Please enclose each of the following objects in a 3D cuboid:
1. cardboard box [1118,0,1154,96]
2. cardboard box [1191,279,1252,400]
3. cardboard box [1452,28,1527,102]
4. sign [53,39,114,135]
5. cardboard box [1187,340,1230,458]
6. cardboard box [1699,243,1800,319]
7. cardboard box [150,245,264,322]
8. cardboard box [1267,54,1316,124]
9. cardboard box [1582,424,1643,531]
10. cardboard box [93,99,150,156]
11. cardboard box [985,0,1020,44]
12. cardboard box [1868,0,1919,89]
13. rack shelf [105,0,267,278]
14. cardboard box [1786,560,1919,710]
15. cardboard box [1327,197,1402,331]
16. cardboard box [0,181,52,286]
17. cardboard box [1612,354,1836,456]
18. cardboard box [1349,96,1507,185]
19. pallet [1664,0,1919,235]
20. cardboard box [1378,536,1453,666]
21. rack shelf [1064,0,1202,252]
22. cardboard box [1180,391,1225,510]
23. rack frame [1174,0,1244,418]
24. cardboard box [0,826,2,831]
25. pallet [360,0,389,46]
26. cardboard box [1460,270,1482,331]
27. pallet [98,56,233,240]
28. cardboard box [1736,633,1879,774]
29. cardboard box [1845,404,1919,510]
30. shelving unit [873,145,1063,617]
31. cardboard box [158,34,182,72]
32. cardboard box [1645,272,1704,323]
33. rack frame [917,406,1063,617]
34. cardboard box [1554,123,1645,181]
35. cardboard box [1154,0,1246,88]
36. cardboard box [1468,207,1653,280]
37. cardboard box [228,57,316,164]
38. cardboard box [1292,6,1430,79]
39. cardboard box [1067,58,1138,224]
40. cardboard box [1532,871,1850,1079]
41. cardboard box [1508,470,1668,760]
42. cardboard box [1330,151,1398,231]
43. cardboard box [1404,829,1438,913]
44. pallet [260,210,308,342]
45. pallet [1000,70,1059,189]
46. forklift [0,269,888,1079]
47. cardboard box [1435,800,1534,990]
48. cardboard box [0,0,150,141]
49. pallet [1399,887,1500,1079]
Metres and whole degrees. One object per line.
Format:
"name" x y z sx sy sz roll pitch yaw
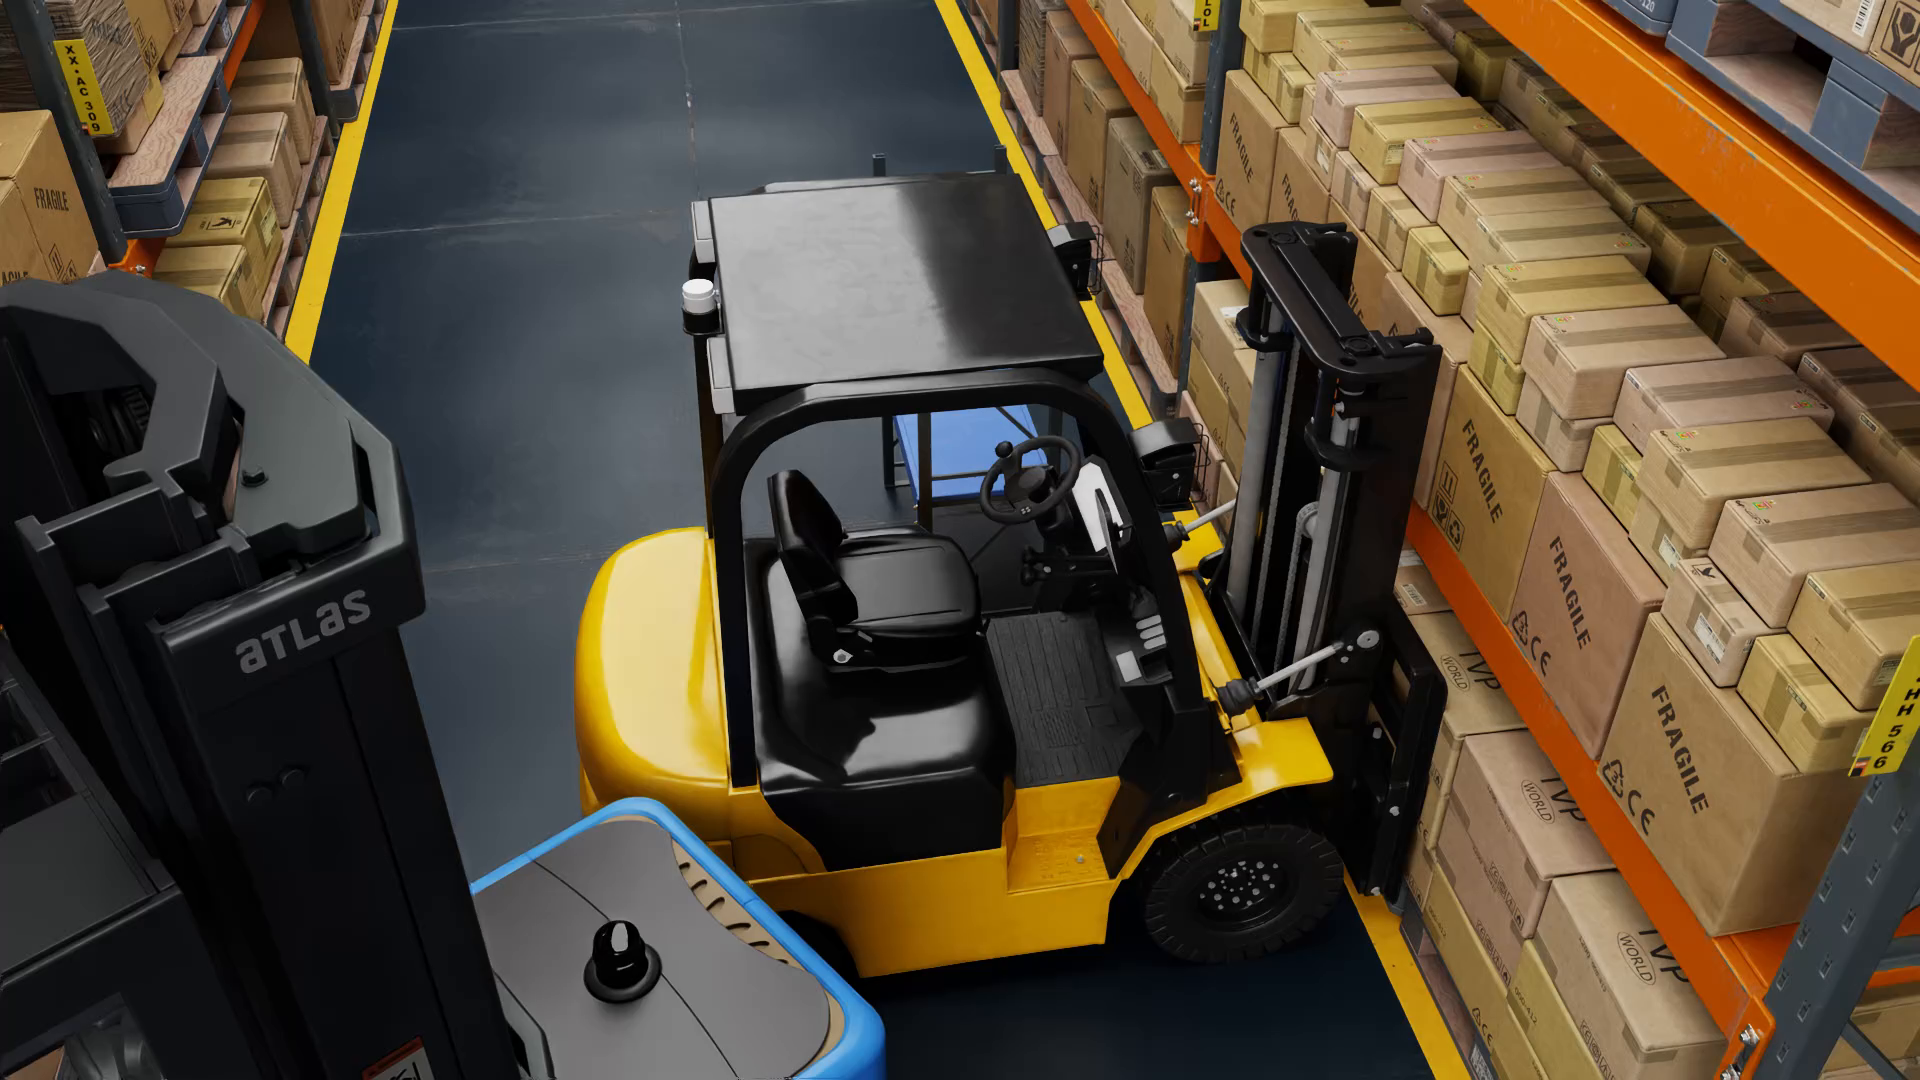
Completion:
"cardboard box" 0.994 -2.155 7.202 0.500 0.250 0.500 -6 38 -8
"cardboard box" 1.210 -0.784 6.398 0.500 0.250 0.500 -7 38 -9
"cardboard box" 1.850 -1.574 5.478 0.380 0.149 0.250 -7 38 -8
"sign" -2.919 -1.504 5.535 0.100 0.325 0.005 -6 38 -8
"cardboard box" 1.215 -0.587 6.553 0.500 0.250 0.500 -6 38 -8
"cardboard box" 2.165 -0.655 4.295 0.380 0.149 0.250 -7 38 -9
"cardboard box" -3.676 -0.978 7.363 0.950 0.372 0.625 -4 38 -5
"cardboard box" 1.278 -1.554 5.695 0.380 0.149 0.250 -5 38 -7
"cardboard box" 1.707 -0.160 3.900 0.380 0.149 0.250 -6 38 -8
"cardboard box" -3.238 -1.534 6.142 0.380 0.149 0.250 -6 38 -7
"cardboard box" 0.447 -3.462 10.457 0.500 0.500 0.500 -5 38 -7
"cardboard box" 1.818 -0.890 2.500 0.500 0.500 0.500 -5 38 -6
"rack shelf" -3.803 -2.023 7.496 1.077 0.370 4.000 -6 38 -8
"cardboard box" 1.865 0.174 3.229 0.380 0.149 0.250 -6 38 -8
"cardboard box" 1.452 -0.760 5.202 0.500 0.500 0.500 -7 38 -8
"cardboard box" -3.033 -0.704 4.888 0.500 0.500 0.500 -5 38 -6
"cardboard box" 1.748 -0.285 3.820 0.380 0.149 0.250 -6 38 -8
"cardboard box" 1.402 -1.202 5.000 0.380 0.149 0.250 -7 38 -9
"pallet" 2.037 -0.799 2.960 1.003 0.211 1.213 -6 38 -8
"cardboard box" 1.472 0.143 5.205 0.500 0.250 0.500 -7 38 -9
"rack shelf" 1.083 -2.559 8.186 1.077 0.370 4.000 -6 38 -8
"cardboard box" 1.193 -0.388 6.703 0.500 0.250 0.500 -6 38 -7
"rack frame" 1.434 -1.635 6.410 1.000 3.000 0.127 -6 38 -8
"cardboard box" -2.801 0.790 4.576 0.500 0.500 0.500 -6 38 -7
"pallet" -4.428 -3.634 11.255 1.003 0.211 1.213 -6 38 -8
"cardboard box" 1.594 -0.627 4.502 0.380 0.149 0.250 -6 38 -8
"pallet" -3.443 -1.501 6.393 1.003 0.211 1.213 -6 38 -8
"cardboard box" 1.798 0.306 3.301 0.380 0.149 0.250 -6 38 -7
"cardboard box" 2.214 -0.178 3.681 0.380 0.149 0.250 -6 38 -7
"shelving unit" 0.015 -0.541 6.224 0.538 1.500 1.048 -6 38 -8
"cardboard box" -3.402 -2.008 6.752 0.380 0.149 0.250 -6 38 -7
"cardboard box" 2.085 -0.676 4.565 0.380 0.149 0.250 -6 38 -8
"rack frame" 0.104 -0.234 5.828 0.500 1.500 0.032 -6 38 -8
"cardboard box" 1.980 -1.111 4.883 0.380 0.149 0.250 -7 38 -8
"cardboard box" 1.096 -2.043 6.649 0.500 0.250 0.500 -7 38 -9
"cardboard box" 1.590 -0.752 4.420 0.380 0.149 0.250 -6 38 -7
"cardboard box" -4.064 -2.301 9.066 0.950 0.372 0.625 -9 39 -11
"cardboard box" 1.350 -1.678 5.612 0.380 0.149 0.250 -6 38 -7
"cardboard box" 1.069 -2.101 8.602 0.875 0.625 0.625 -8 39 -10
"cardboard box" 1.747 1.061 4.023 0.500 0.250 0.500 -5 38 -6
"cardboard box" 1.709 0.158 4.020 0.500 0.500 0.500 -5 38 -7
"cardboard box" 1.366 -1.084 5.090 0.380 0.149 0.250 -7 38 -8
"cardboard box" 1.585 0.846 5.115 0.500 0.250 0.500 -6 38 -7
"pallet" -3.808 -1.207 8.131 1.003 0.211 1.213 -6 38 -8
"pallet" 0.838 -2.449 9.730 1.003 0.211 1.213 -6 38 -8
"forklift" -1.581 1.137 2.898 3.031 2.935 1.130 -29 46 -32
"cardboard box" 1.665 0.939 4.588 0.500 0.250 0.500 -7 38 -8
"cardboard box" -3.252 -1.736 5.873 0.500 0.500 0.500 -5 38 -7
"pallet" 1.960 1.424 4.744 1.003 0.211 1.213 -6 38 -8
